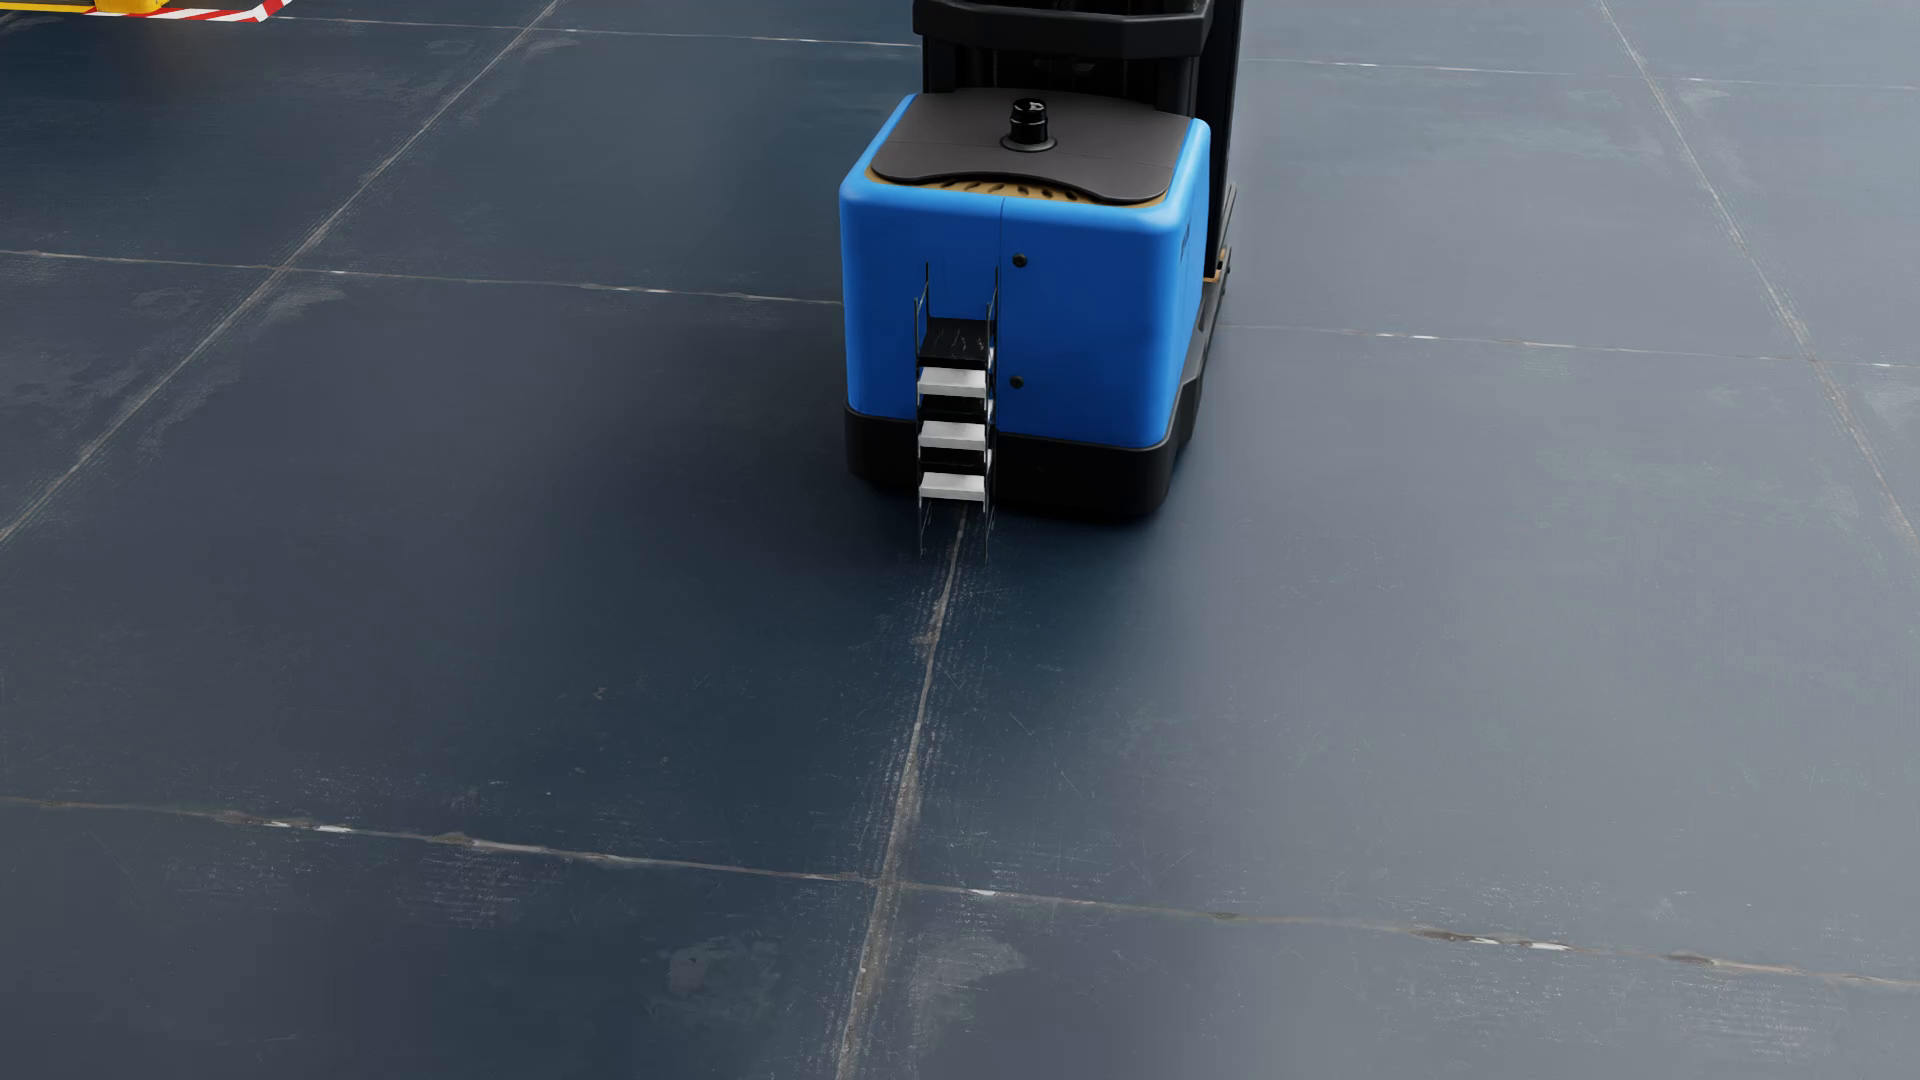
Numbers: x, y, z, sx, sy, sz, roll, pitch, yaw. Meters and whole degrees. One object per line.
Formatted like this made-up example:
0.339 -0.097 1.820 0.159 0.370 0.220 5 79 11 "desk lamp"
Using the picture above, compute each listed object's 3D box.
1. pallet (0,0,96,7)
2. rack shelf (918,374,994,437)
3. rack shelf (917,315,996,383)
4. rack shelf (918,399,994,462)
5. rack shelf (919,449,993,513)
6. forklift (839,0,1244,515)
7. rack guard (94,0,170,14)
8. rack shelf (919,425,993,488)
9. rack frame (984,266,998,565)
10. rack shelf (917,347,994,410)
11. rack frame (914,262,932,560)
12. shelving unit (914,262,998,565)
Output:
-5.494 -3.476 9.938 1.213 0.211 1.003 4 36 6 "pallet"
-0.008 -0.413 4.956 0.200 0.077 0.258 4 36 6 "rack shelf"
-0.008 -0.559 4.851 0.200 0.077 0.258 4 36 6 "rack shelf"
-0.008 -0.339 5.008 0.200 0.077 0.258 4 36 6 "rack shelf"
-0.008 -0.193 5.113 0.200 0.077 0.258 4 36 6 "rack shelf"
0.466 -2.126 5.706 1.130 2.935 3.031 8 36 11 "forklift"
-4.689 -3.530 9.766 0.348 0.500 1.175 4 36 6 "rack guard"
-0.008 -0.266 5.061 0.200 0.077 0.258 4 36 6 "rack shelf"
0.093 -0.359 4.978 0.006 0.900 0.240 4 36 6 "rack frame"
-0.008 -0.486 4.904 0.200 0.077 0.258 4 36 6 "rack shelf"
-0.109 -0.374 5.000 0.006 0.900 0.240 4 36 6 "rack frame"
-0.008 -0.367 4.989 0.210 0.900 0.258 4 36 6 "shelving unit"
